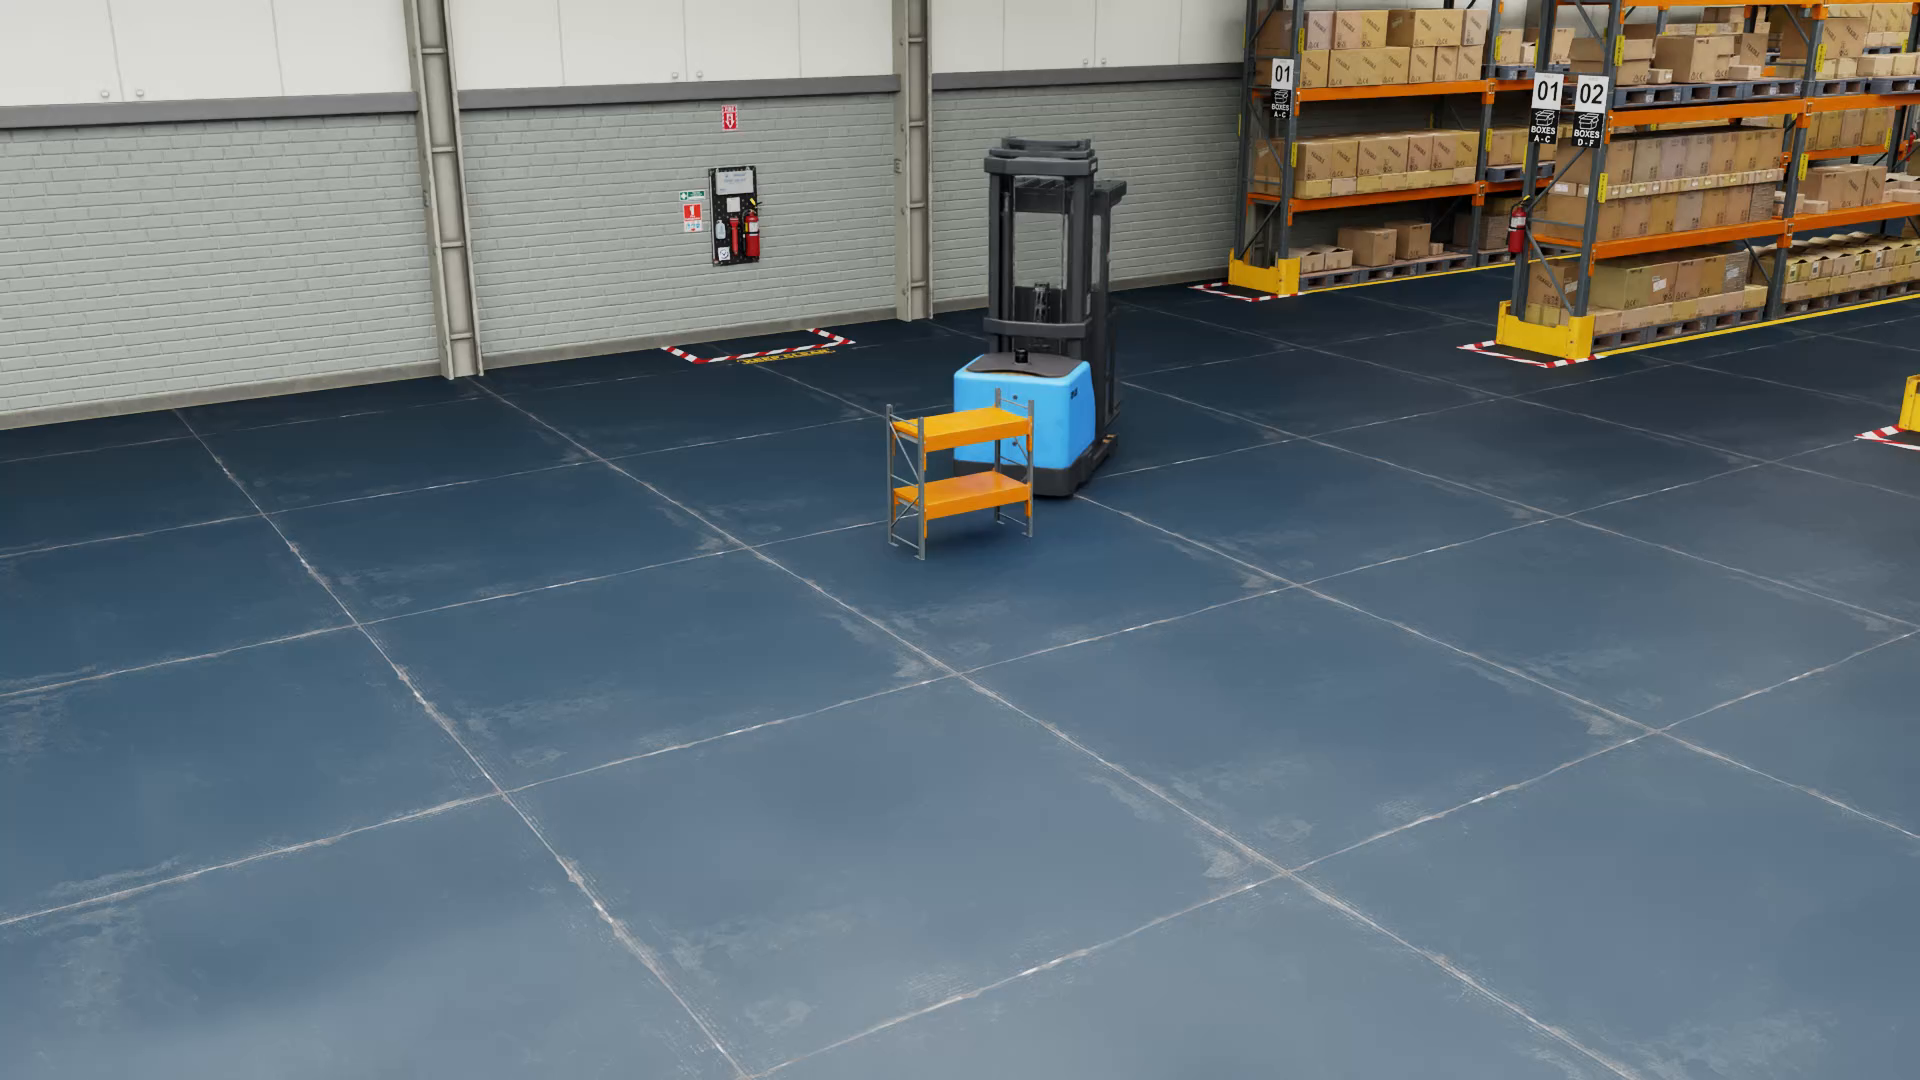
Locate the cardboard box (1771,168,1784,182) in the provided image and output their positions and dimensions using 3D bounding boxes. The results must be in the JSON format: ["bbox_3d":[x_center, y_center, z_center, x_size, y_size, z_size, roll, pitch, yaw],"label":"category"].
[{"bbox_3d":[10.261,-4.673,21.214,0.250,0.149,0.380,-12,22,-31],"label":"cardboard box"}]

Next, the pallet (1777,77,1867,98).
[{"bbox_3d":[11.100,-5.913,21.665,1.217,0.209,0.805,-13,23,-34],"label":"pallet"}]

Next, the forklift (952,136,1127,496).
[{"bbox_3d":[0.865,-2.195,15.162,1.130,2.935,3.031,6,20,17],"label":"forklift"}]

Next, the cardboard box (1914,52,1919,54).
[{"bbox_3d":[13.363,-6.582,22.925,0.500,0.250,0.500,-14,23,-35],"label":"cardboard box"}]

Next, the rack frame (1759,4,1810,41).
[{"bbox_3d":[14.324,-9.999,28.770,0.127,3.000,1.000,-12,22,-31],"label":"rack frame"}]

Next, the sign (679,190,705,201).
[{"bbox_3d":[-3.195,-4.112,19.842,0.331,0.109,0.001,-12,22,-31],"label":"sign"}]

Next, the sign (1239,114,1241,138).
[{"bbox_3d":[4.013,-5.893,23.692,0.005,0.325,0.100,-12,22,-31],"label":"sign"}]

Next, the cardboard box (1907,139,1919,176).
[{"bbox_3d":[14.175,-5.515,24.063,0.700,0.500,0.500,14,23,35],"label":"cardboard box"}]

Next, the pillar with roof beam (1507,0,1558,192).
[{"bbox_3d":[11.789,-8.145,23.287,0.400,9.000,9.100,-12,22,-31],"label":"pillar with roof beam"}]

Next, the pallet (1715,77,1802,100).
[{"bbox_3d":[9.672,-5.645,20.714,1.213,0.211,1.003,-12,22,-31],"label":"pallet"}]

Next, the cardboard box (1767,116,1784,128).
[{"bbox_3d":[14.077,-7.206,29.224,0.500,0.500,0.500,-12,22,-32],"label":"cardboard box"}]

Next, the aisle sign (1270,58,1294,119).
[{"bbox_3d":[4.407,-6.182,22.787,0.004,0.787,0.394,-12,22,-31],"label":"aisle sign"}]

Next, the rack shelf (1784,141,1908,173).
[{"bbox_3d":[15.994,-7.168,30.888,4.000,0.370,1.077,-12,22,-31],"label":"rack shelf"}]

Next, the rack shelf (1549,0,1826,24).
[{"bbox_3d":[8.700,-6.383,19.822,4.000,0.370,1.077,-12,22,-31],"label":"rack shelf"}]

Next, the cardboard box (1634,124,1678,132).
[{"bbox_3d":[11.530,-6.667,27.630,0.500,0.500,0.500,-11,22,-30],"label":"cardboard box"}]

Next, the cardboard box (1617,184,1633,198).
[{"bbox_3d":[7.695,-4.132,19.615,0.250,0.149,0.380,-13,22,-33],"label":"cardboard box"}]

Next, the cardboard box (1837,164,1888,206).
[{"bbox_3d":[12.318,-4.875,22.826,0.500,0.500,0.500,-13,23,-34],"label":"cardboard box"}]

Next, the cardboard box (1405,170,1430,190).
[{"bbox_3d":[6.581,-5.343,24.569,0.500,0.250,0.500,-12,22,-32],"label":"cardboard box"}]

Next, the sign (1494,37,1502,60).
[{"bbox_3d":[7.947,-7.270,24.574,0.005,0.325,0.100,-12,22,-31],"label":"sign"}]

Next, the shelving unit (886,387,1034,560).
[{"bbox_3d":[0.006,-0.534,13.068,1.048,1.125,0.538,-12,22,-31],"label":"shelving unit"}]

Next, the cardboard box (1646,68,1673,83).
[{"bbox_3d":[8.109,-5.446,19.505,0.250,0.149,0.380,-12,22,-31],"label":"cardboard box"}]

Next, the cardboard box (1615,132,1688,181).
[{"bbox_3d":[8.327,-4.652,20.140,0.500,0.500,0.700,-12,22,-31],"label":"cardboard box"}]

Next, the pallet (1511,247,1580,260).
[{"bbox_3d":[9.312,-4.780,27.055,1.213,0.211,1.003,-12,22,-31],"label":"pallet"}]

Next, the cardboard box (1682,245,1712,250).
[{"bbox_3d":[9.397,-3.587,21.637,0.500,0.500,0.500,-12,22,-31],"label":"cardboard box"}]

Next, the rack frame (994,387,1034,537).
[{"bbox_3d":[0.430,-0.624,13.333,0.032,1.125,0.500,-12,22,-31],"label":"rack frame"}]

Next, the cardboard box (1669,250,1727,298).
[{"bbox_3d":[9.264,-3.361,20.969,0.500,0.500,0.500,-12,22,-31],"label":"cardboard box"}]

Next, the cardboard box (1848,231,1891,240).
[{"bbox_3d":[13.112,-4.276,23.972,0.500,0.311,0.500,-11,22,-30],"label":"cardboard box"}]

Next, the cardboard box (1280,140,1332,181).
[{"bbox_3d":[4.866,-5.340,23.390,0.500,0.500,0.500,-12,22,-31],"label":"cardboard box"}]

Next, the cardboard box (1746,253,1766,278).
[{"bbox_3d":[10.551,-3.733,22.366,0.500,0.311,0.500,-12,22,-31],"label":"cardboard box"}]

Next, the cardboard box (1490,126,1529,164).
[{"bbox_3d":[8.557,-6.180,26.000,0.500,0.500,0.700,-9,21,-26],"label":"cardboard box"}]

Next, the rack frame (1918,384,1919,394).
[{"bbox_3d":[9.751,-2.393,15.640,0.127,3.000,1.000,-12,22,-31],"label":"rack frame"}]

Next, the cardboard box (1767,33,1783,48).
[{"bbox_3d":[14.767,-8.936,29.733,0.500,0.250,0.500,-12,22,-31],"label":"cardboard box"}]

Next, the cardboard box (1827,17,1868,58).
[{"bbox_3d":[11.370,-6.532,21.607,0.500,0.500,0.500,-10,21,-26],"label":"cardboard box"}]

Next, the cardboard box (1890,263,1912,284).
[{"bbox_3d":[12.977,-3.775,23.364,0.500,0.250,0.500,-12,22,-32],"label":"cardboard box"}]

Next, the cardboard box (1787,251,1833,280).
[{"bbox_3d":[11.273,-3.678,22.203,0.500,0.311,0.500,-12,22,-32],"label":"cardboard box"}]

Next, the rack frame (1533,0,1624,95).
[{"bbox_3d":[7.029,-6.561,18.600,0.127,3.000,1.000,-12,22,-31],"label":"rack frame"}]

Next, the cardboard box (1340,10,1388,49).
[{"bbox_3d":[5.626,-7.166,23.324,0.500,0.500,0.500,-11,22,-30],"label":"cardboard box"}]

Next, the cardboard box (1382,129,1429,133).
[{"bbox_3d":[6.701,-5.924,25.117,0.500,0.500,0.500,-12,22,-32],"label":"cardboard box"}]

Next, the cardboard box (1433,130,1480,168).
[{"bbox_3d":[7.418,-5.875,24.972,0.500,0.500,0.500,-12,22,-32],"label":"cardboard box"}]

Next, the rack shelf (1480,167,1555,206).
[{"bbox_3d":[9.313,-5.759,26.720,4.000,0.370,1.077,-12,22,-31],"label":"rack shelf"}]

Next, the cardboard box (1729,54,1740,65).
[{"bbox_3d":[9.353,-5.954,20.754,0.500,0.311,0.500,-13,23,-34],"label":"cardboard box"}]

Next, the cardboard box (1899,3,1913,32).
[{"bbox_3d":[17.203,-9.611,30.558,0.500,0.500,0.500,-12,22,-32],"label":"cardboard box"}]

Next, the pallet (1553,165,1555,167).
[{"bbox_3d":[10.447,-6.207,27.222,1.003,0.211,1.213,-12,22,-31],"label":"pallet"}]

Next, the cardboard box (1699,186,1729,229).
[{"bbox_3d":[9.145,-4.209,20.855,0.500,0.500,0.700,-12,22,-31],"label":"cardboard box"}]

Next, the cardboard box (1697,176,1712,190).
[{"bbox_3d":[8.979,-4.402,20.413,0.250,0.149,0.380,-11,22,-30],"label":"cardboard box"}]

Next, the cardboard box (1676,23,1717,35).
[{"bbox_3d":[12.240,-8.431,27.973,0.500,0.500,0.700,-11,21,-29],"label":"cardboard box"}]

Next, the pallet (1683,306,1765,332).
[{"bbox_3d":[9.683,-2.974,21.710,1.213,0.211,1.003,-12,22,-31],"label":"pallet"}]

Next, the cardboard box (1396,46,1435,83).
[{"bbox_3d":[6.485,-6.877,24.032,0.500,0.500,0.500,-13,23,-33],"label":"cardboard box"}]

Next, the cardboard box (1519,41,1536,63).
[{"bbox_3d":[8.657,-7.509,25.571,0.500,0.311,0.500,-11,22,-30],"label":"cardboard box"}]

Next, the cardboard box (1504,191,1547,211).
[{"bbox_3d":[9.047,-5.432,26.675,0.500,0.250,0.500,-13,22,-33],"label":"cardboard box"}]

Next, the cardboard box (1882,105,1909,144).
[{"bbox_3d":[17.244,-7.911,31.493,0.700,0.700,0.980,-11,21,-29],"label":"cardboard box"}]

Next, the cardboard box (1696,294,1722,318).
[{"bbox_3d":[9.271,-3.002,21.079,0.500,0.250,0.500,-12,22,-31],"label":"cardboard box"}]

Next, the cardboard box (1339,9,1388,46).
[{"bbox_3d":[5.816,-7.407,24.039,0.500,0.500,0.500,-12,22,-31],"label":"cardboard box"}]
